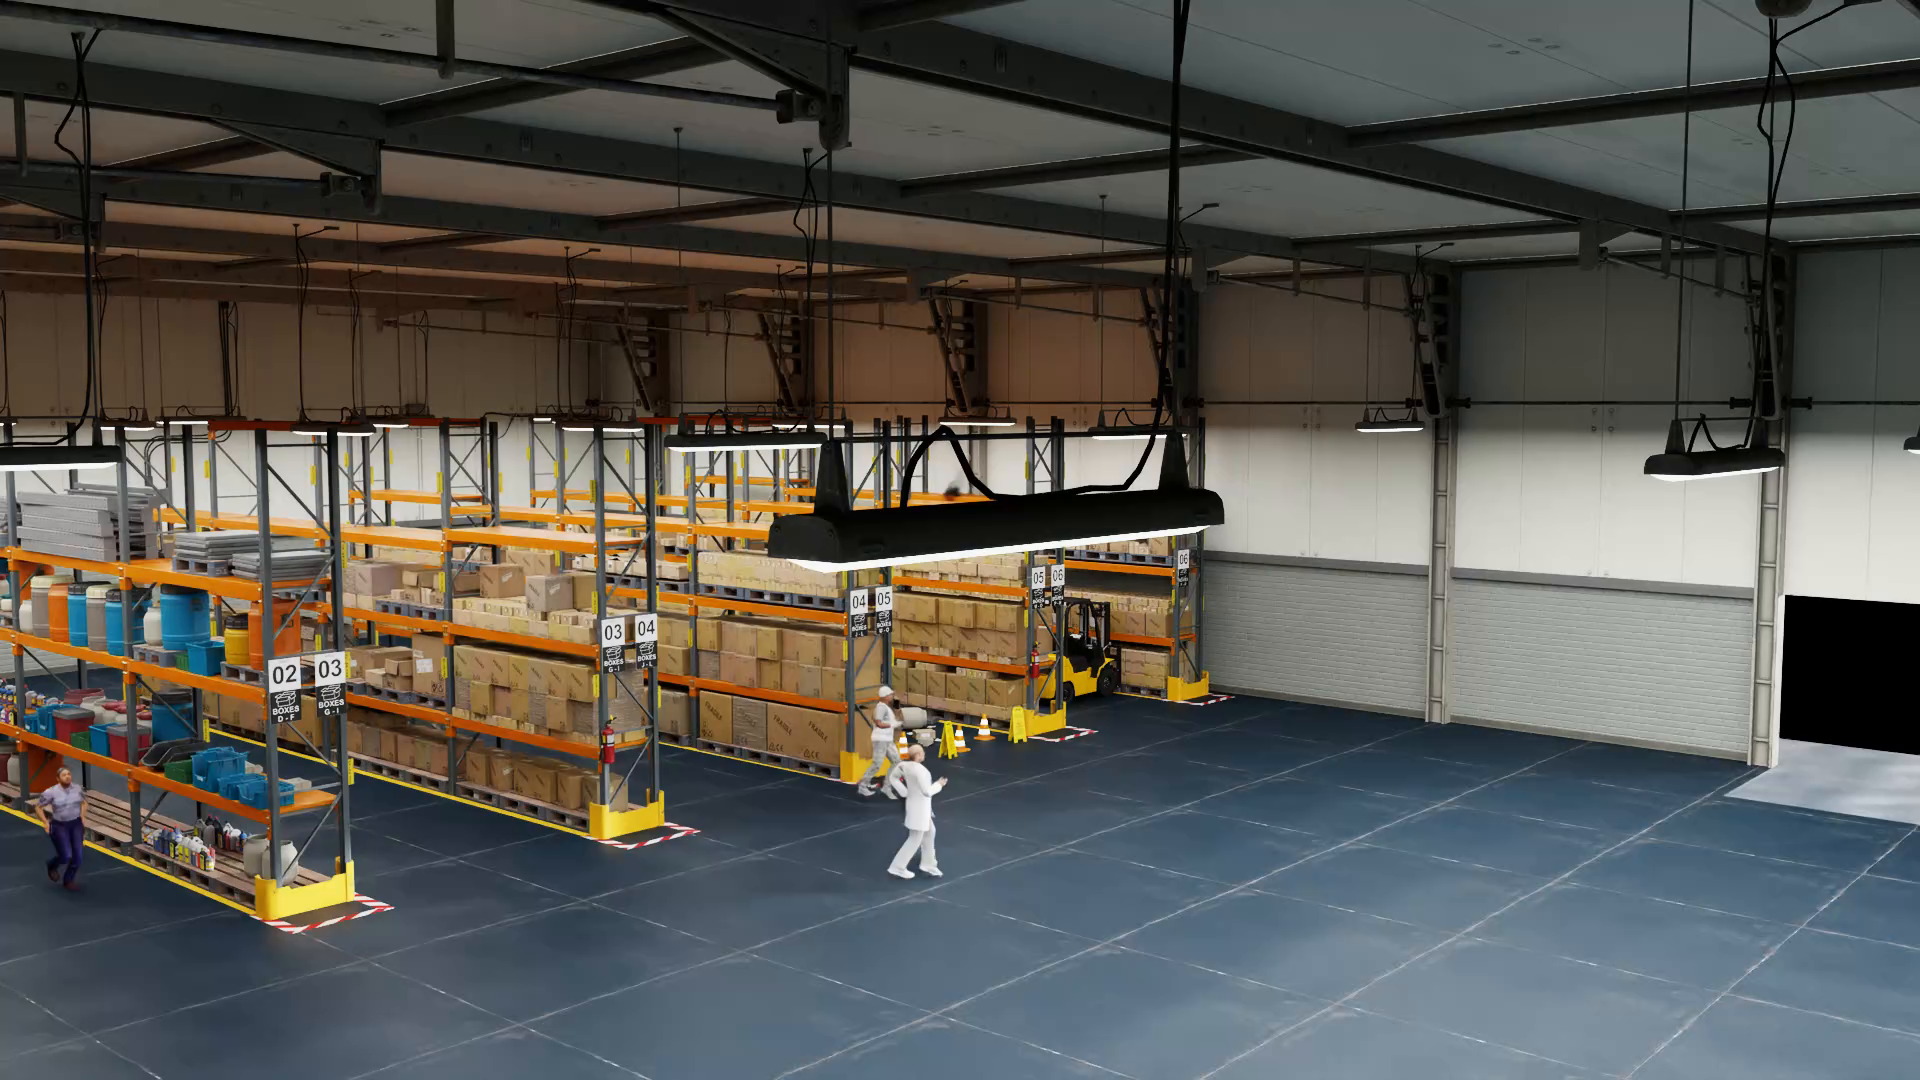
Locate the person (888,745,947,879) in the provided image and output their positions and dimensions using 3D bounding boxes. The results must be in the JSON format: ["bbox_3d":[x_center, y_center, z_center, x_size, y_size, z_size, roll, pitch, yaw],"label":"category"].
[{"bbox_3d":[-0.576,3.606,21.962,0.832,1.831,0.685,-2,5,-21],"label":"person"}]

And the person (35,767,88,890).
[{"bbox_3d":[-11.596,3.745,21.581,0.547,1.604,0.611,4,6,37],"label":"person"}]

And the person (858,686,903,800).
[{"bbox_3d":[-1.226,3.246,26.681,0.721,1.793,0.676,1,5,16],"label":"person"}]

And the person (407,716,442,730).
[{"bbox_3d":[-10.169,2.789,31.607,0.906,1.766,0.661,3,6,33],"label":"person"}]
